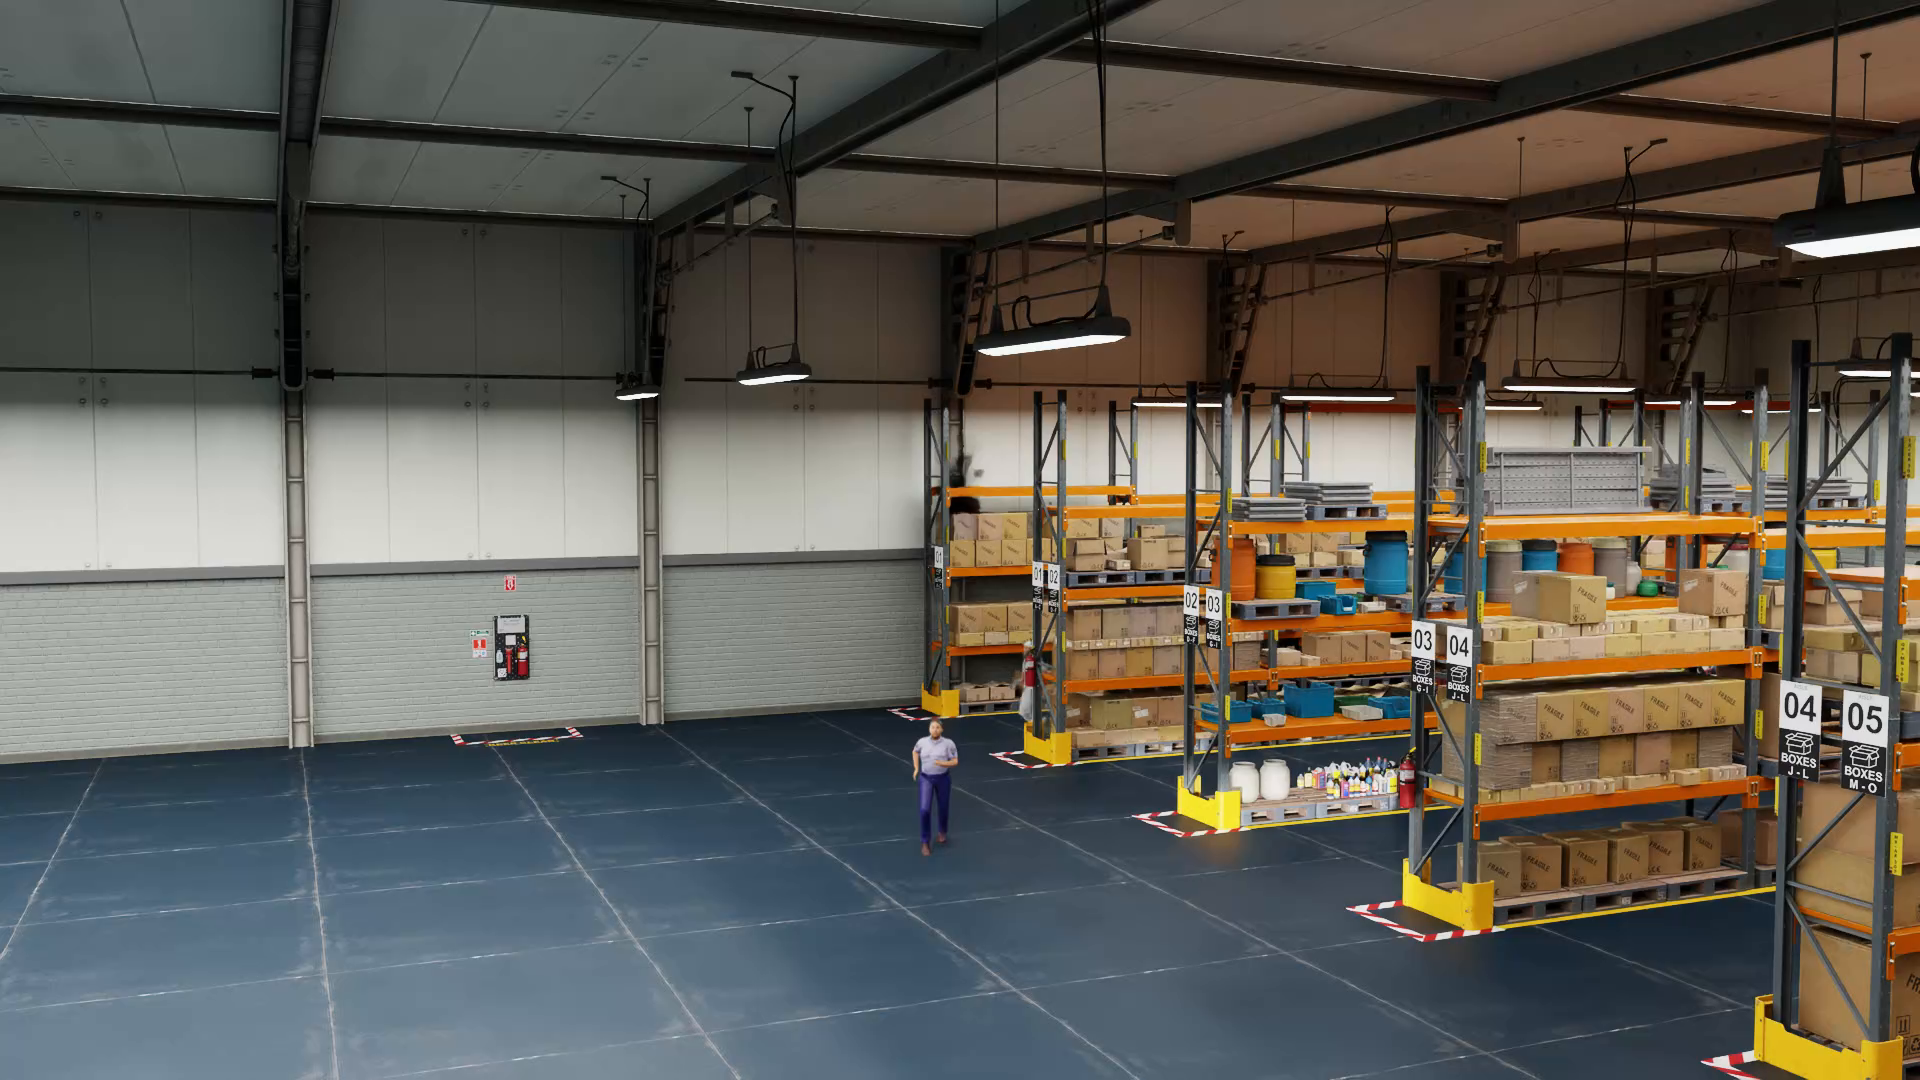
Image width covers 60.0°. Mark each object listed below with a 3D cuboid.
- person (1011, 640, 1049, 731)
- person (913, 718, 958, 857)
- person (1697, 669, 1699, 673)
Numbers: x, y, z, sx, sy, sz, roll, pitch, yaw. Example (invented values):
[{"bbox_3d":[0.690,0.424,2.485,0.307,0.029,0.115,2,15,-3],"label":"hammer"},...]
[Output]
[{"bbox_3d":[1.229,2.606,28.818,0.593,1.733,0.664,-1,4,-22],"label":"person"},{"bbox_3d":[-0.314,3.107,21.039,0.579,1.711,0.764,0,3,0],"label":"person"},{"bbox_3d":[12.960,2.570,29.744,0.869,1.687,0.622,-1,4,-23],"label":"person"}]
